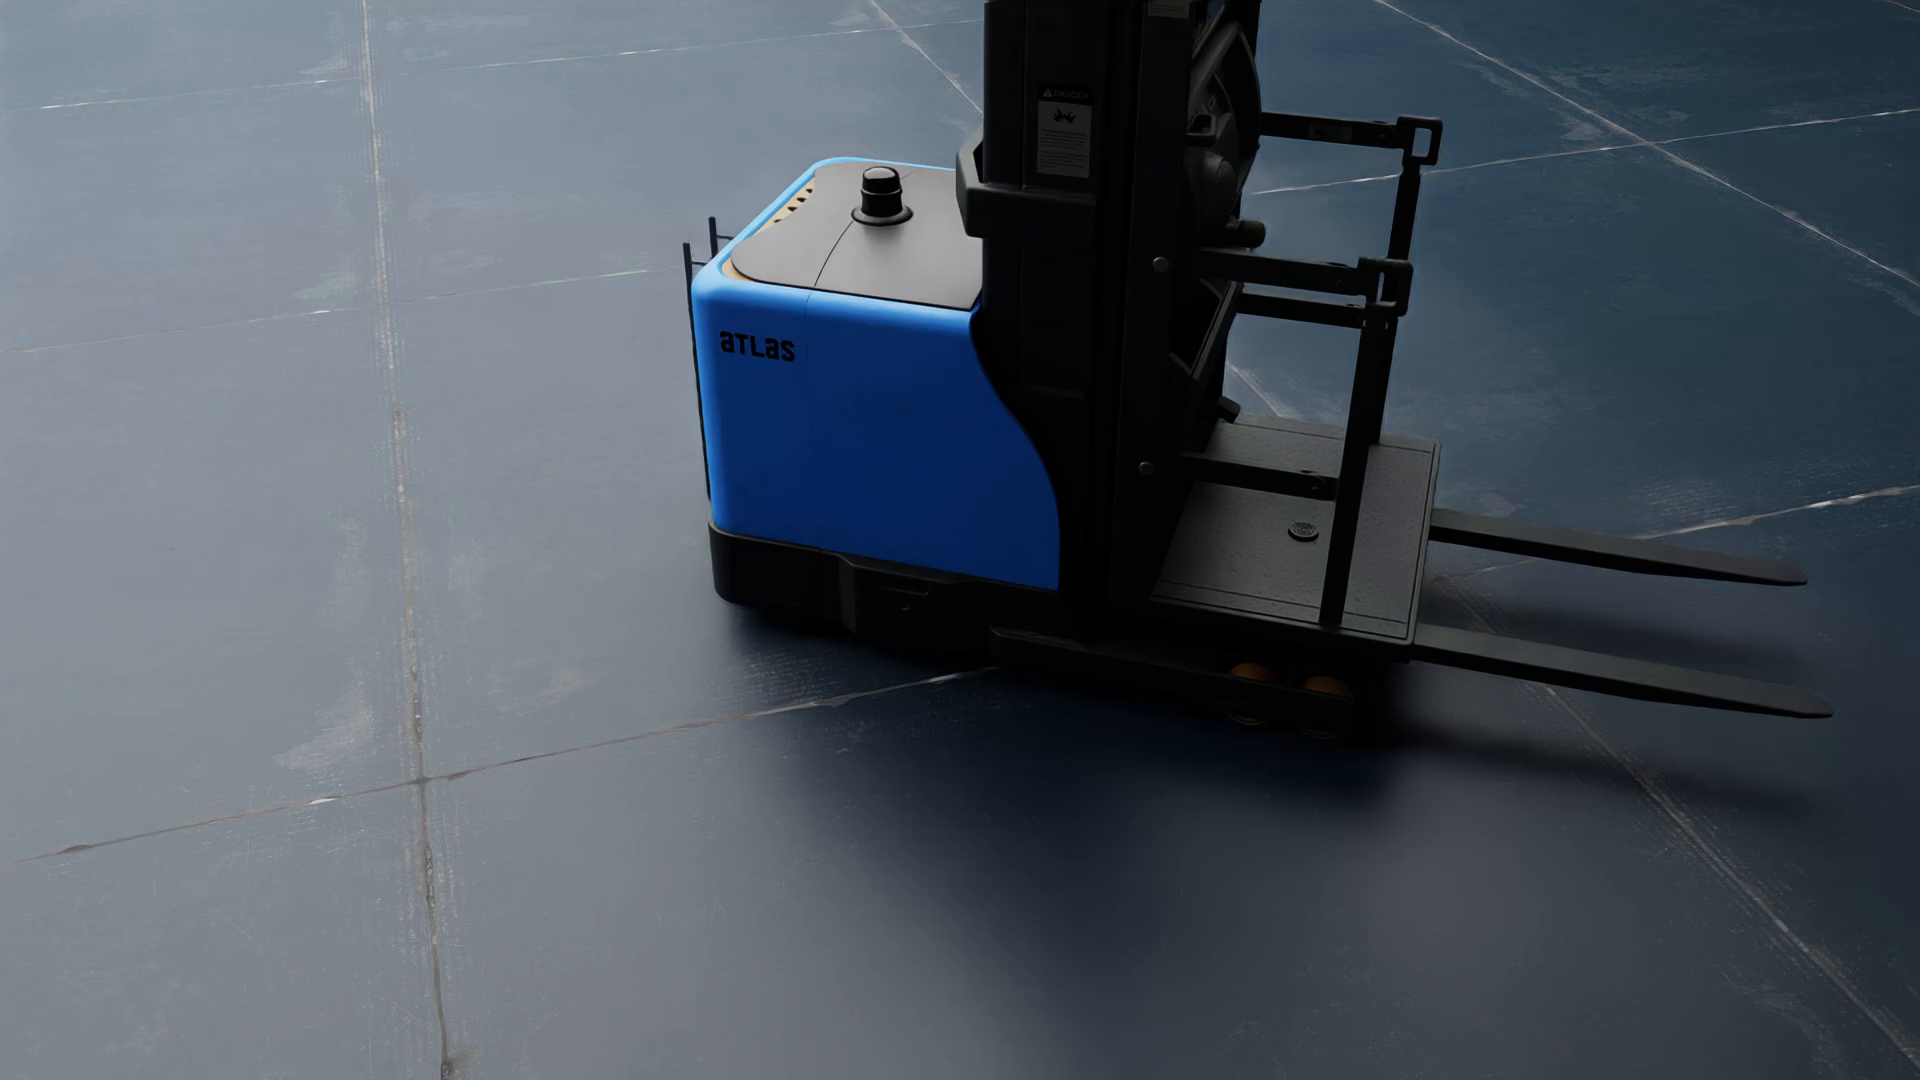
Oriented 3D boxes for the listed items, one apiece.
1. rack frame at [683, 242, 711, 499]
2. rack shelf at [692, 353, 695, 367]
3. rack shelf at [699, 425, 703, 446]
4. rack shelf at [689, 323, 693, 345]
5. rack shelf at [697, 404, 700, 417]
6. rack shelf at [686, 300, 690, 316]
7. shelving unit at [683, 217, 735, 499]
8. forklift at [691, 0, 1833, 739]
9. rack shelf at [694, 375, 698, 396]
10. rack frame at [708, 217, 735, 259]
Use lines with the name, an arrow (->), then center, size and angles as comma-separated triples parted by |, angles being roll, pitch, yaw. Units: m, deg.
rack frame -> -0.710, -0.495, 5.182 | 0.240, 0.900, 0.006 | 8, 34, 12
rack shelf -> -0.684, -0.596, 5.233 | 0.258, 0.077, 0.200 | 8, 34, 12
rack shelf -> -0.684, -0.371, 5.381 | 0.258, 0.077, 0.200 | 8, 34, 12
rack shelf -> -0.684, -0.671, 5.183 | 0.258, 0.077, 0.200 | 8, 34, 12
rack shelf -> -0.684, -0.446, 5.332 | 0.258, 0.077, 0.200 | 8, 34, 12
rack shelf -> -0.684, -0.746, 5.134 | 0.258, 0.077, 0.200 | 8, 34, 12
shelving unit -> -0.684, -0.549, 5.264 | 0.258, 0.900, 0.210 | 8, 34, 12
forklift -> 0.849, -1.020, 4.135 | 3.031, 2.935, 1.130 | 10, 35, 14
rack shelf -> -0.684, -0.521, 5.282 | 0.258, 0.077, 0.200 | 8, 34, 12
rack frame -> -0.658, -0.603, 5.346 | 0.240, 0.900, 0.006 | 8, 34, 12
